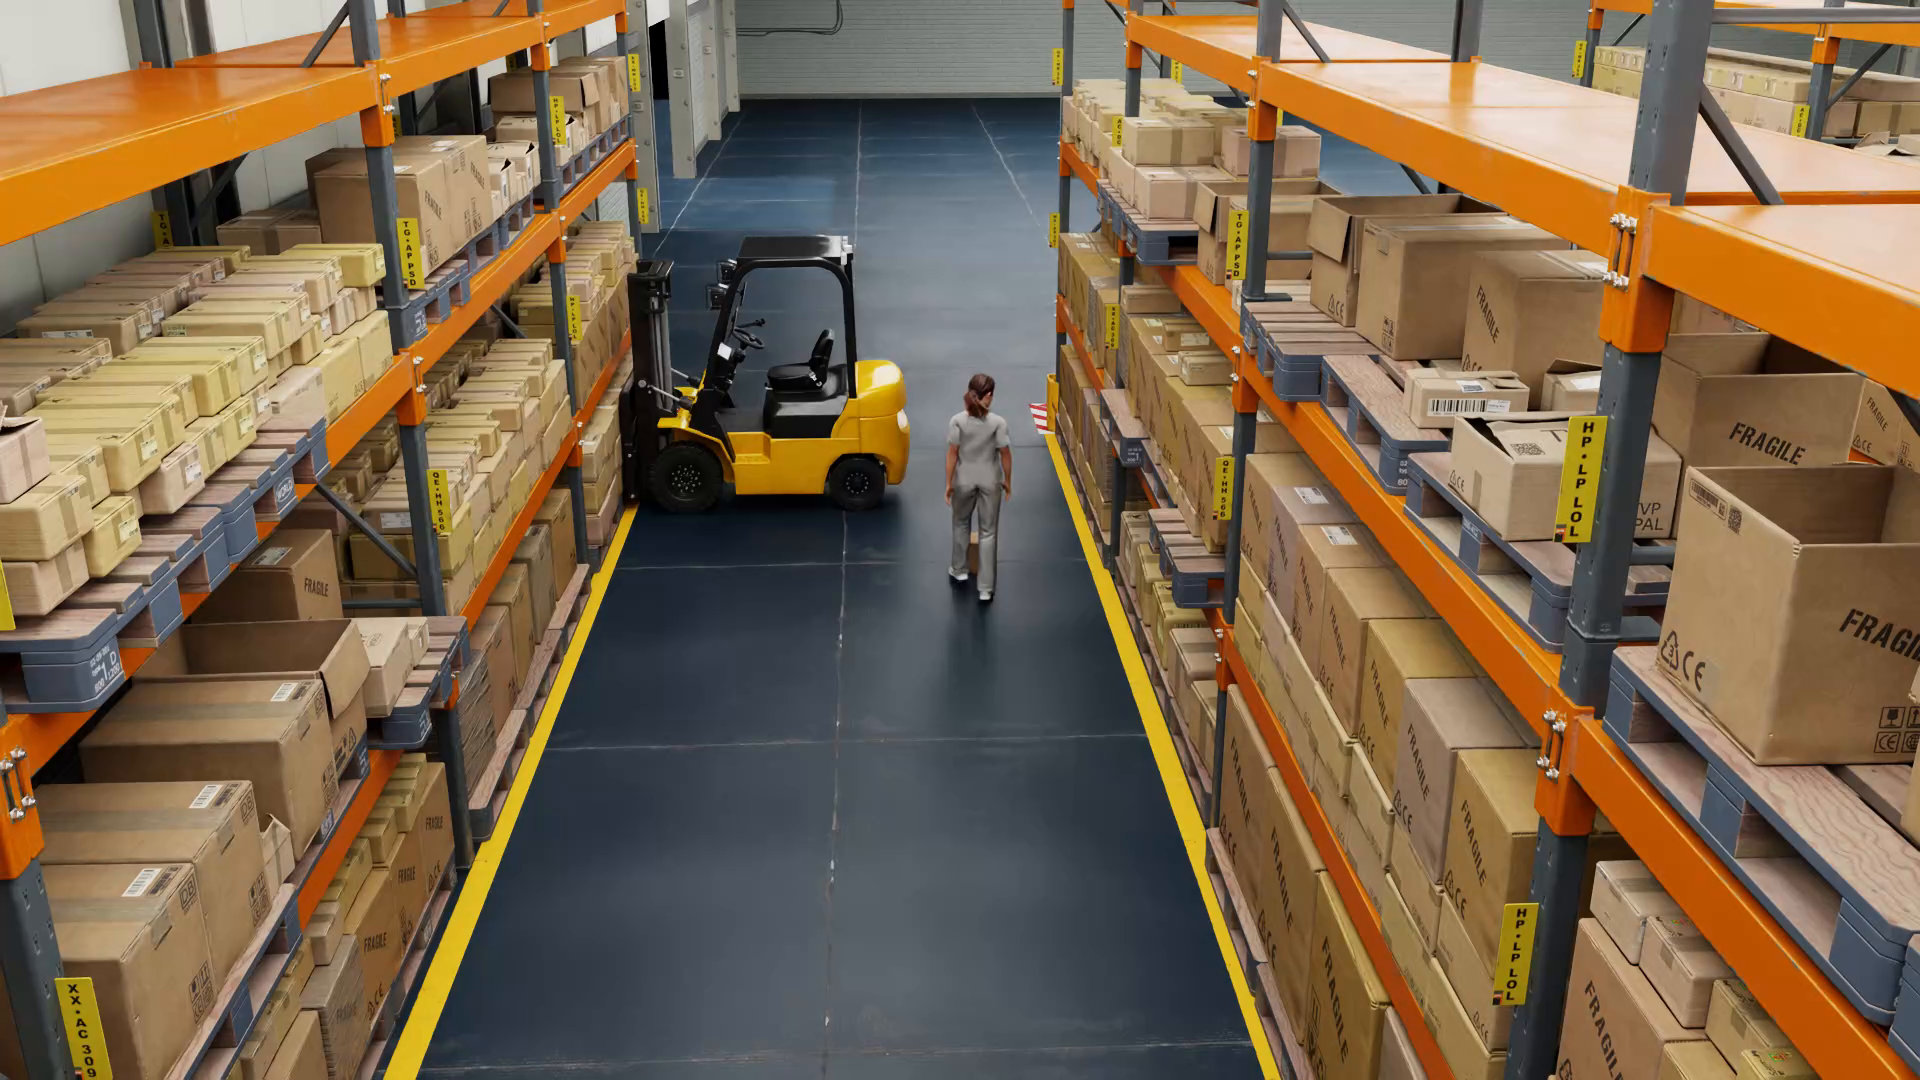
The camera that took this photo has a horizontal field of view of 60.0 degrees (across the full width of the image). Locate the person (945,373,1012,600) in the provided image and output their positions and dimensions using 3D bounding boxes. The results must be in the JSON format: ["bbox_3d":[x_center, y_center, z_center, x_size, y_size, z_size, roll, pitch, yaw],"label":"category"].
[{"bbox_3d":[0.138,-0.431,12.189,0.489,1.656,0.663,1,21,4],"label":"person"}]
